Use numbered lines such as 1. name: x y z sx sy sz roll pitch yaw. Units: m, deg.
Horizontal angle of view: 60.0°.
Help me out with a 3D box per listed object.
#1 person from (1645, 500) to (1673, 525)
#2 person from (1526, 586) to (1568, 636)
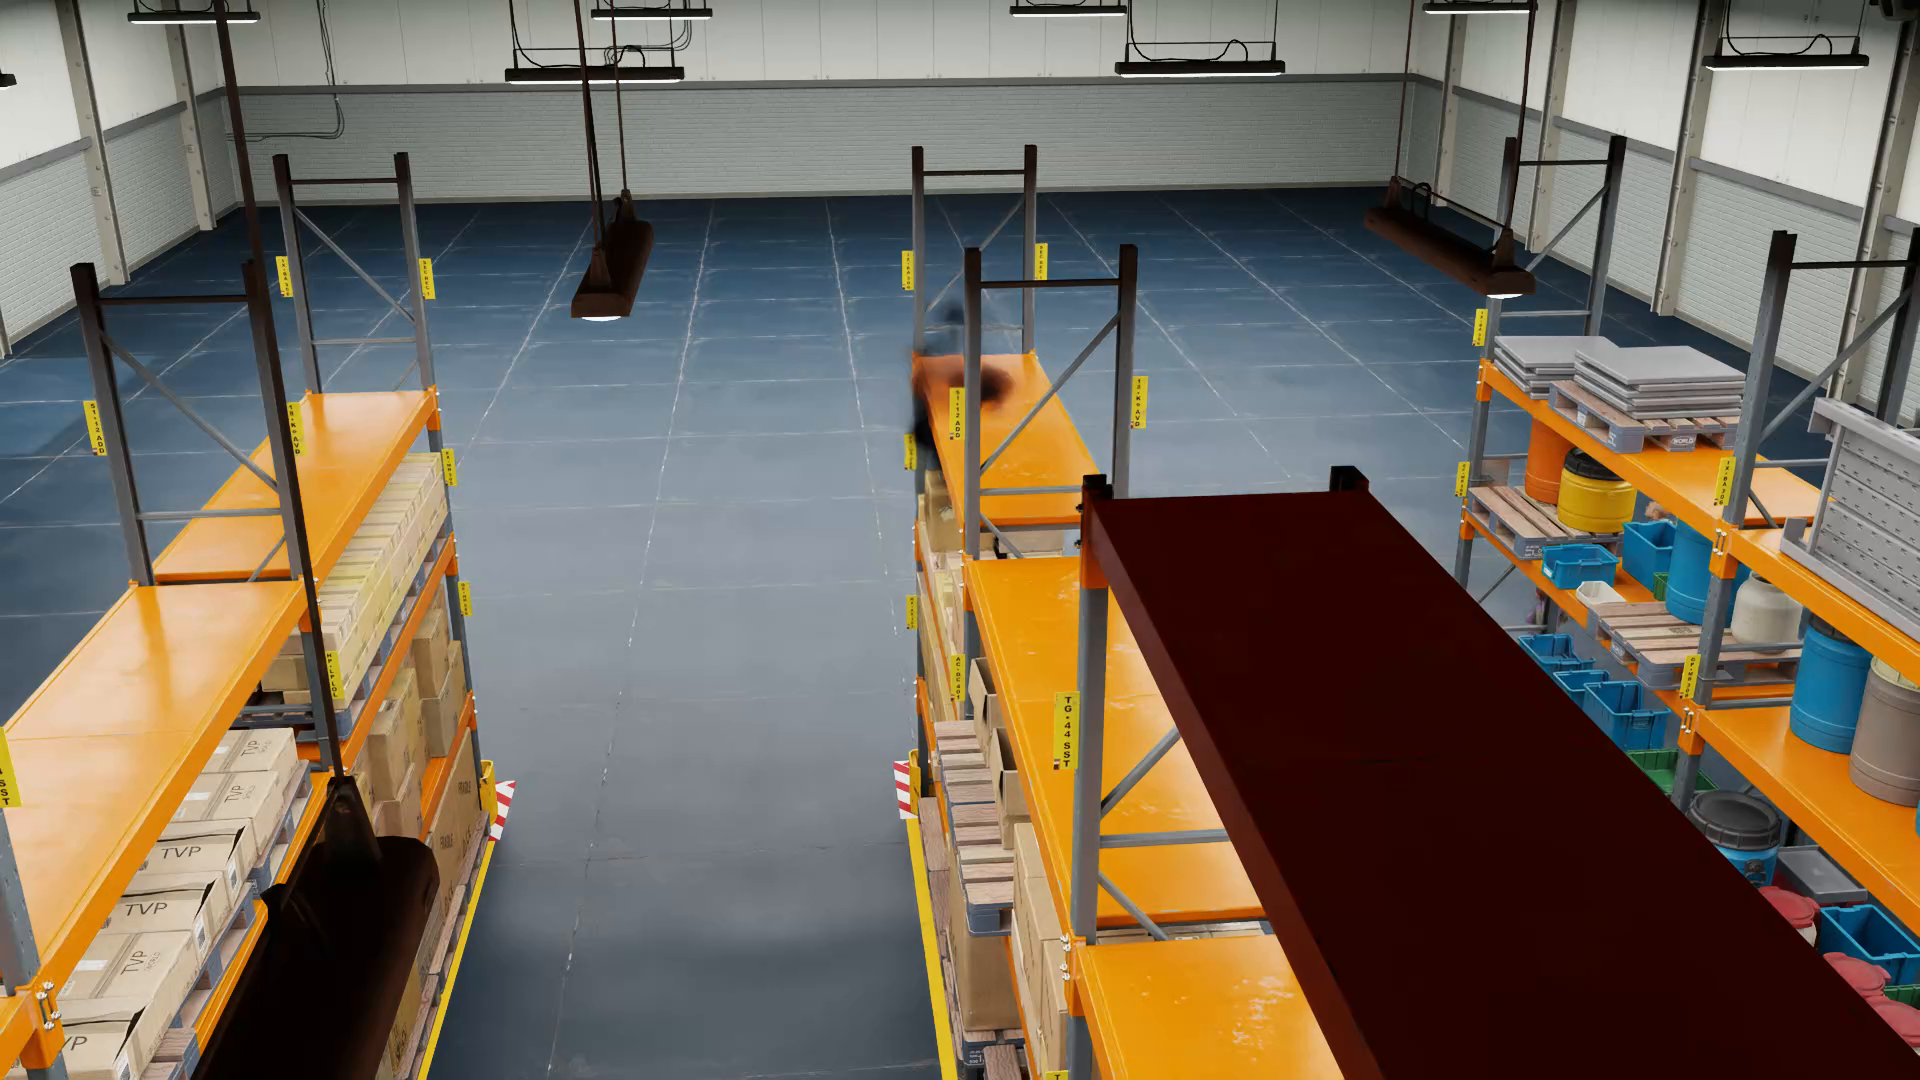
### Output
1. person: 7.585 0.402 18.264 0.858 1.775 0.704 11 24 26
2. person: 5.868 1.107 16.770 0.609 1.527 0.584 20 29 41
